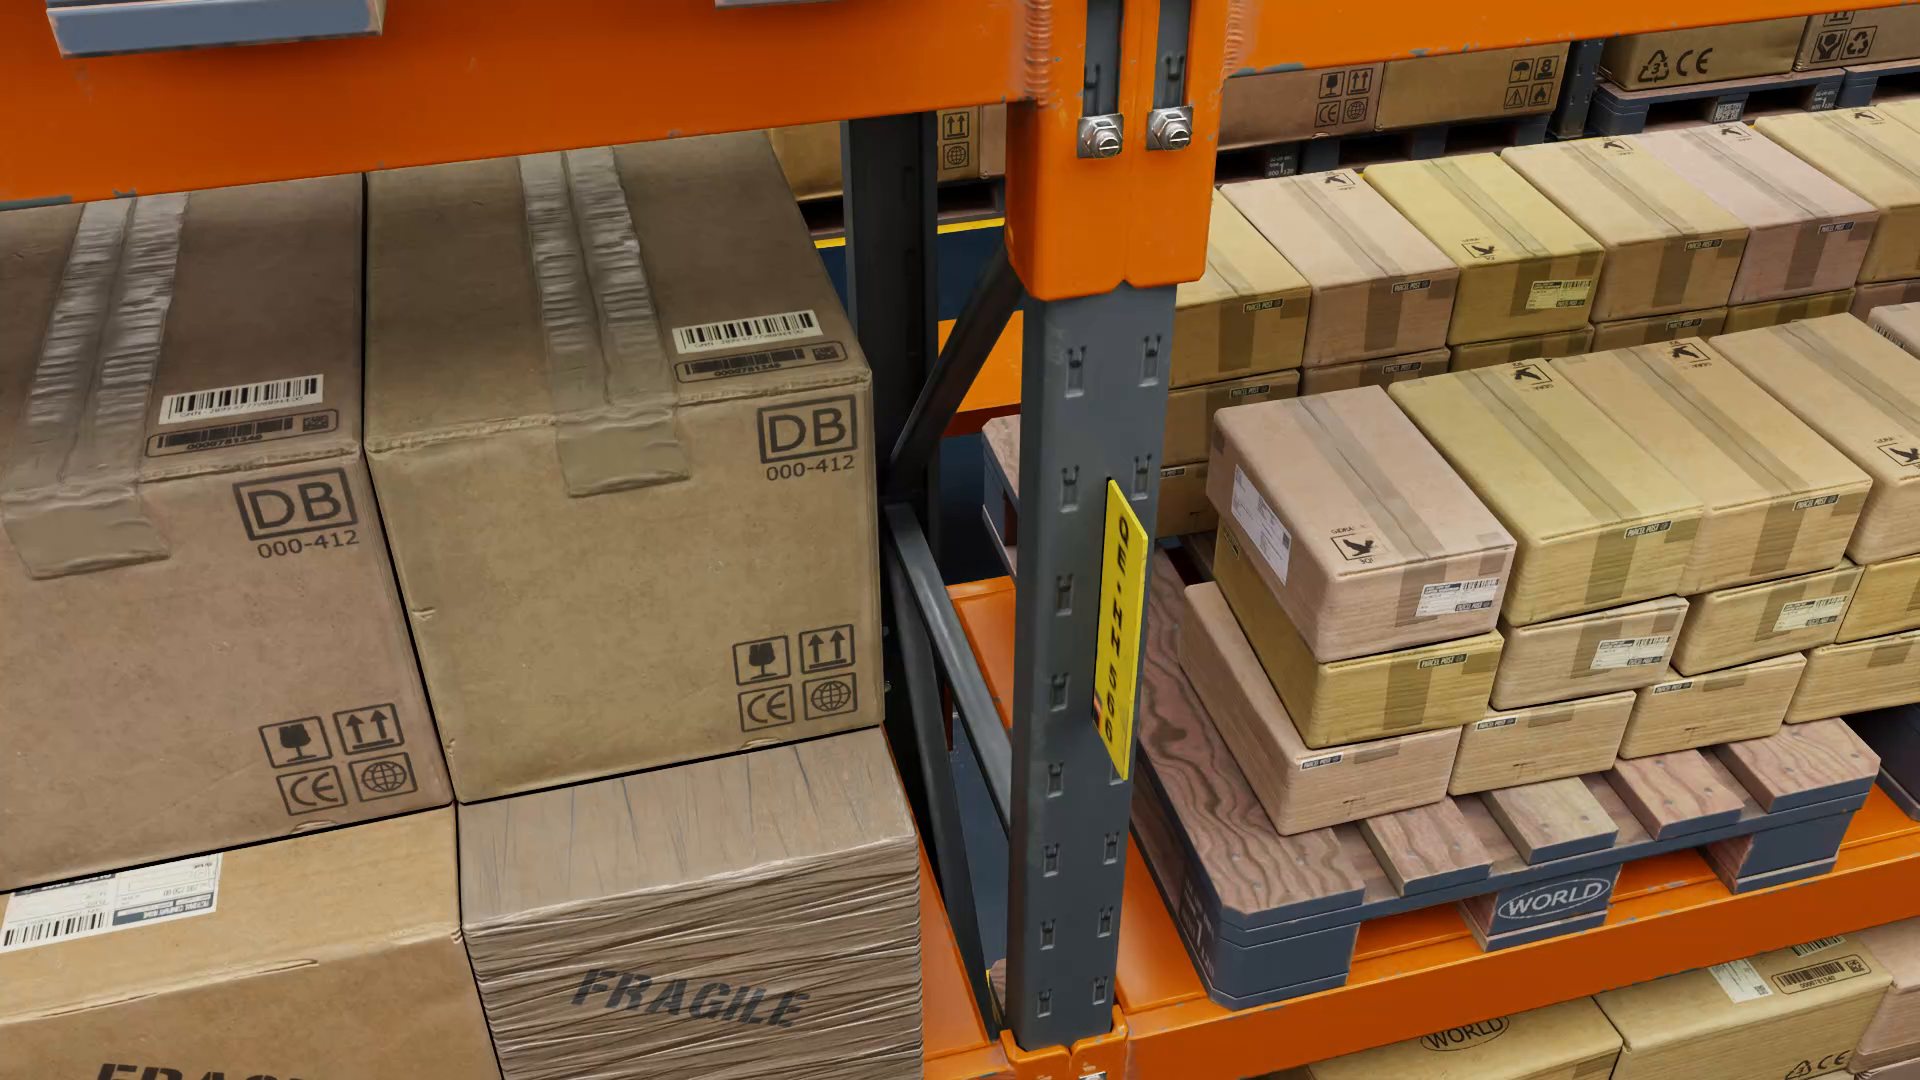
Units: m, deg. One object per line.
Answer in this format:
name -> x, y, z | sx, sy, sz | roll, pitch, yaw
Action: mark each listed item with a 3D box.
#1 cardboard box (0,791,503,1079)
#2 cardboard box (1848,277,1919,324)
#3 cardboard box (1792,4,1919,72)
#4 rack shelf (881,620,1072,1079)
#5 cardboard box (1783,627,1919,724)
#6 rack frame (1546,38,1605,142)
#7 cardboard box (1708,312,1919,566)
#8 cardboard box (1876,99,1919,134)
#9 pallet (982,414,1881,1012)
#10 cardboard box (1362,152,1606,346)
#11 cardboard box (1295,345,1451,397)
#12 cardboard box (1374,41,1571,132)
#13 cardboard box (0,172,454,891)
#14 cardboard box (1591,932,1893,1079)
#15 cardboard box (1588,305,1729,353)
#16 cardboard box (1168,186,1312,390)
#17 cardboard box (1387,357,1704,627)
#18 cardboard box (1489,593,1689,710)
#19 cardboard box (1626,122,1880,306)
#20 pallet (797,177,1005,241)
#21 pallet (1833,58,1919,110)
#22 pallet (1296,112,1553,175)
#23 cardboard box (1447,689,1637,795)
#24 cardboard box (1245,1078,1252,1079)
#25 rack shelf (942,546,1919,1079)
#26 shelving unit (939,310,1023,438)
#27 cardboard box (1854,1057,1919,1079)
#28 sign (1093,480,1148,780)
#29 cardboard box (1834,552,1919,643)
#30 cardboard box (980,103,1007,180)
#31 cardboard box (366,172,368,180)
cardboard box -> -0.833, 0.500, 2.045 | 0.500, 0.500, 0.500 | -9, 38, -12
cardboard box -> 1.617, -0.503, 3.056 | 0.250, 0.149, 0.380 | -8, 38, -11
cardboard box -> 4.207, -2.849, 7.909 | 0.875, 0.875, 0.875 | -9, 38, -12
rack shelf -> -1.917, 0.835, 2.282 | 4.000, 0.370, 1.077 | -9, 38, -12
cardboard box -> 1.278, 0.084, 2.532 | 0.250, 0.149, 0.380 | -8, 38, -10
rack frame -> 2.680, -3.326, 7.130 | 0.127, 3.000, 1.000 | -9, 38, -12
cardboard box -> 1.263, -0.152, 2.352 | 0.250, 0.149, 0.380 | -11, 39, -14
cardboard box -> 1.868, -0.662, 3.017 | 0.250, 0.149, 0.380 | -8, 38, -11
pallet -> 0.674, 0.133, 2.765 | 1.003, 0.211, 1.213 | -9, 38, -12
cardboard box -> 0.863, -0.497, 2.803 | 0.250, 0.149, 0.380 | -8, 38, -11
cardboard box -> 0.629, -0.341, 2.843 | 0.250, 0.149, 0.380 | -8, 38, -10
cardboard box -> 2.067, -2.536, 7.500 | 0.875, 0.875, 1.225 | -9, 38, -12
cardboard box -> -0.910, -0.058, 1.952 | 0.500, 0.500, 0.700 | -10, 39, -13
cardboard box -> 1.232, 0.713, 2.943 | 0.500, 0.250, 0.500 | -10, 38, -12
cardboard box -> 1.124, -0.424, 2.951 | 0.250, 0.149, 0.380 | -9, 38, -12
cardboard box -> 0.368, -0.417, 2.698 | 0.250, 0.149, 0.380 | -11, 39, -14
cardboard box -> 0.769, -0.074, 2.250 | 0.250, 0.149, 0.380 | -10, 39, -13
cardboard box -> 0.794, 0.044, 2.339 | 0.250, 0.149, 0.380 | -8, 38, -10
cardboard box -> 1.355, -0.576, 2.906 | 0.250, 0.149, 0.380 | -9, 38, -12
pallet -> -0.401, -1.666, 7.254 | 1.213, 0.211, 1.003 | -9, 38, -12
pallet -> 4.615, -2.489, 8.330 | 1.213, 0.211, 1.003 | -9, 38, -12
pallet -> 1.955, -2.052, 7.759 | 1.213, 0.211, 1.003 | -9, 38, -12
cardboard box -> 0.758, 0.171, 2.419 | 0.250, 0.149, 0.380 | -8, 38, -10
cardboard box -> 0.763, 1.096, 3.060 | 0.500, 0.500, 0.500 | -11, 39, -14
rack shelf -> 1.945, 0.202, 3.110 | 4.000, 0.370, 1.077 | -9, 38, -12
shelving unit -> -0.074, -0.584, 4.779 | 1.083, 1.500, 0.587 | -9, 38, -12
cardboard box -> 1.742, 0.930, 3.277 | 0.500, 0.500, 0.500 | -10, 39, -13
sign -> 0.162, 0.098, 1.700 | 0.005, 0.325, 0.100 | -9, 38, -12
cardboard box -> 1.294, -0.040, 2.450 | 0.250, 0.149, 0.380 | -9, 38, -12
cardboard box -> 0.353, -2.249, 7.125 | 0.875, 0.875, 1.225 | -9, 38, -12
cardboard box -> -2.355, -1.661, 6.648 | 0.500, 0.500, 0.700 | -12, 39, -16
